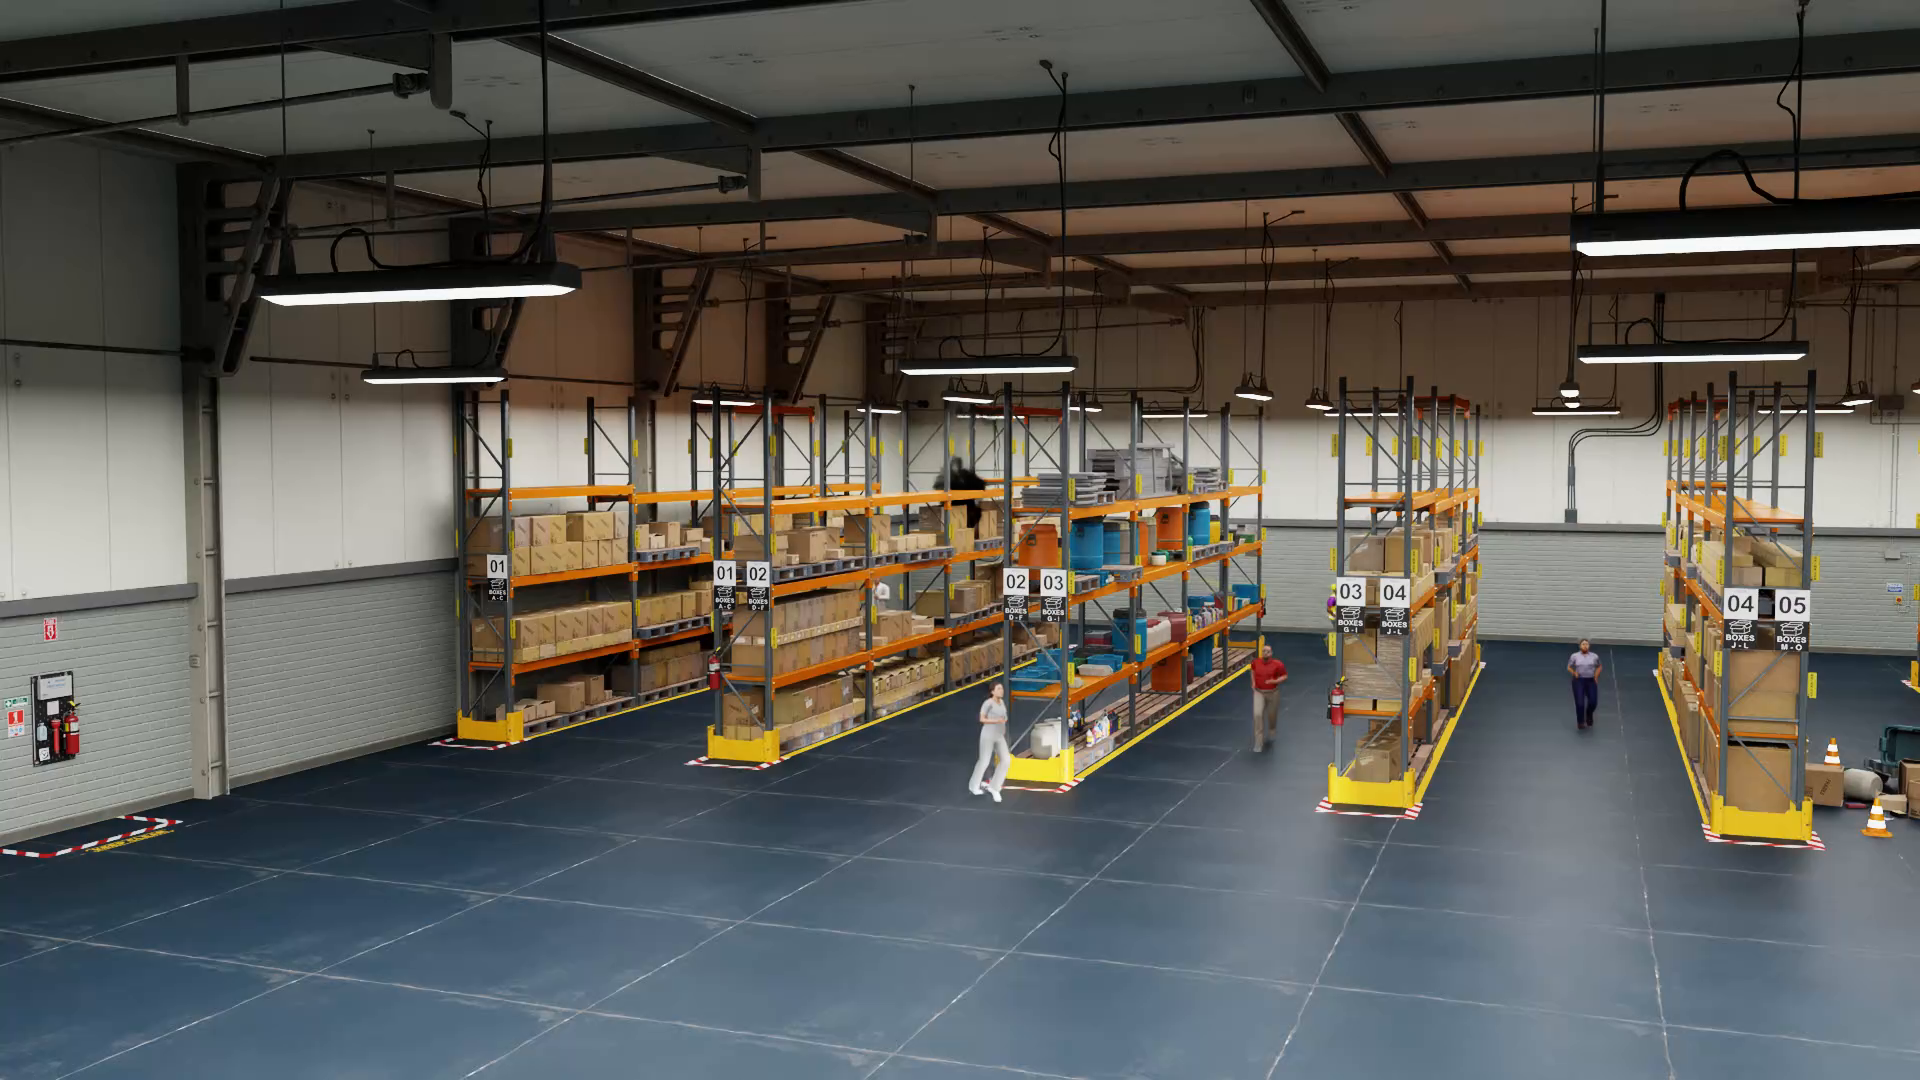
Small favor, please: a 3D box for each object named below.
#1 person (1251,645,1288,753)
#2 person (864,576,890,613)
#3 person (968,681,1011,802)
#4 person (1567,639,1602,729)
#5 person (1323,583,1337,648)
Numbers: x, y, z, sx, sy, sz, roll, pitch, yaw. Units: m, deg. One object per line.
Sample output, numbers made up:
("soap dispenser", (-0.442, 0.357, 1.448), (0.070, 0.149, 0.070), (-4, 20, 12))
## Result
("person", (5.148, 2.632, 27.752), (0.625, 1.781, 1.016), (1, 3, 14))
("person", (-1.956, 1.715, 39.017), (0.672, 1.894, 0.821), (1, 3, 10))
("person", (0.485, 2.867, 23.782), (0.567, 1.706, 0.708), (-2, 4, -38))
("person", (11.122, 2.568, 29.588), (0.598, 1.601, 0.533), (1, 3, 14))
("person", (9.172, 1.922, 40.571), (0.582, 1.727, 0.716), (1, 3, 22))
